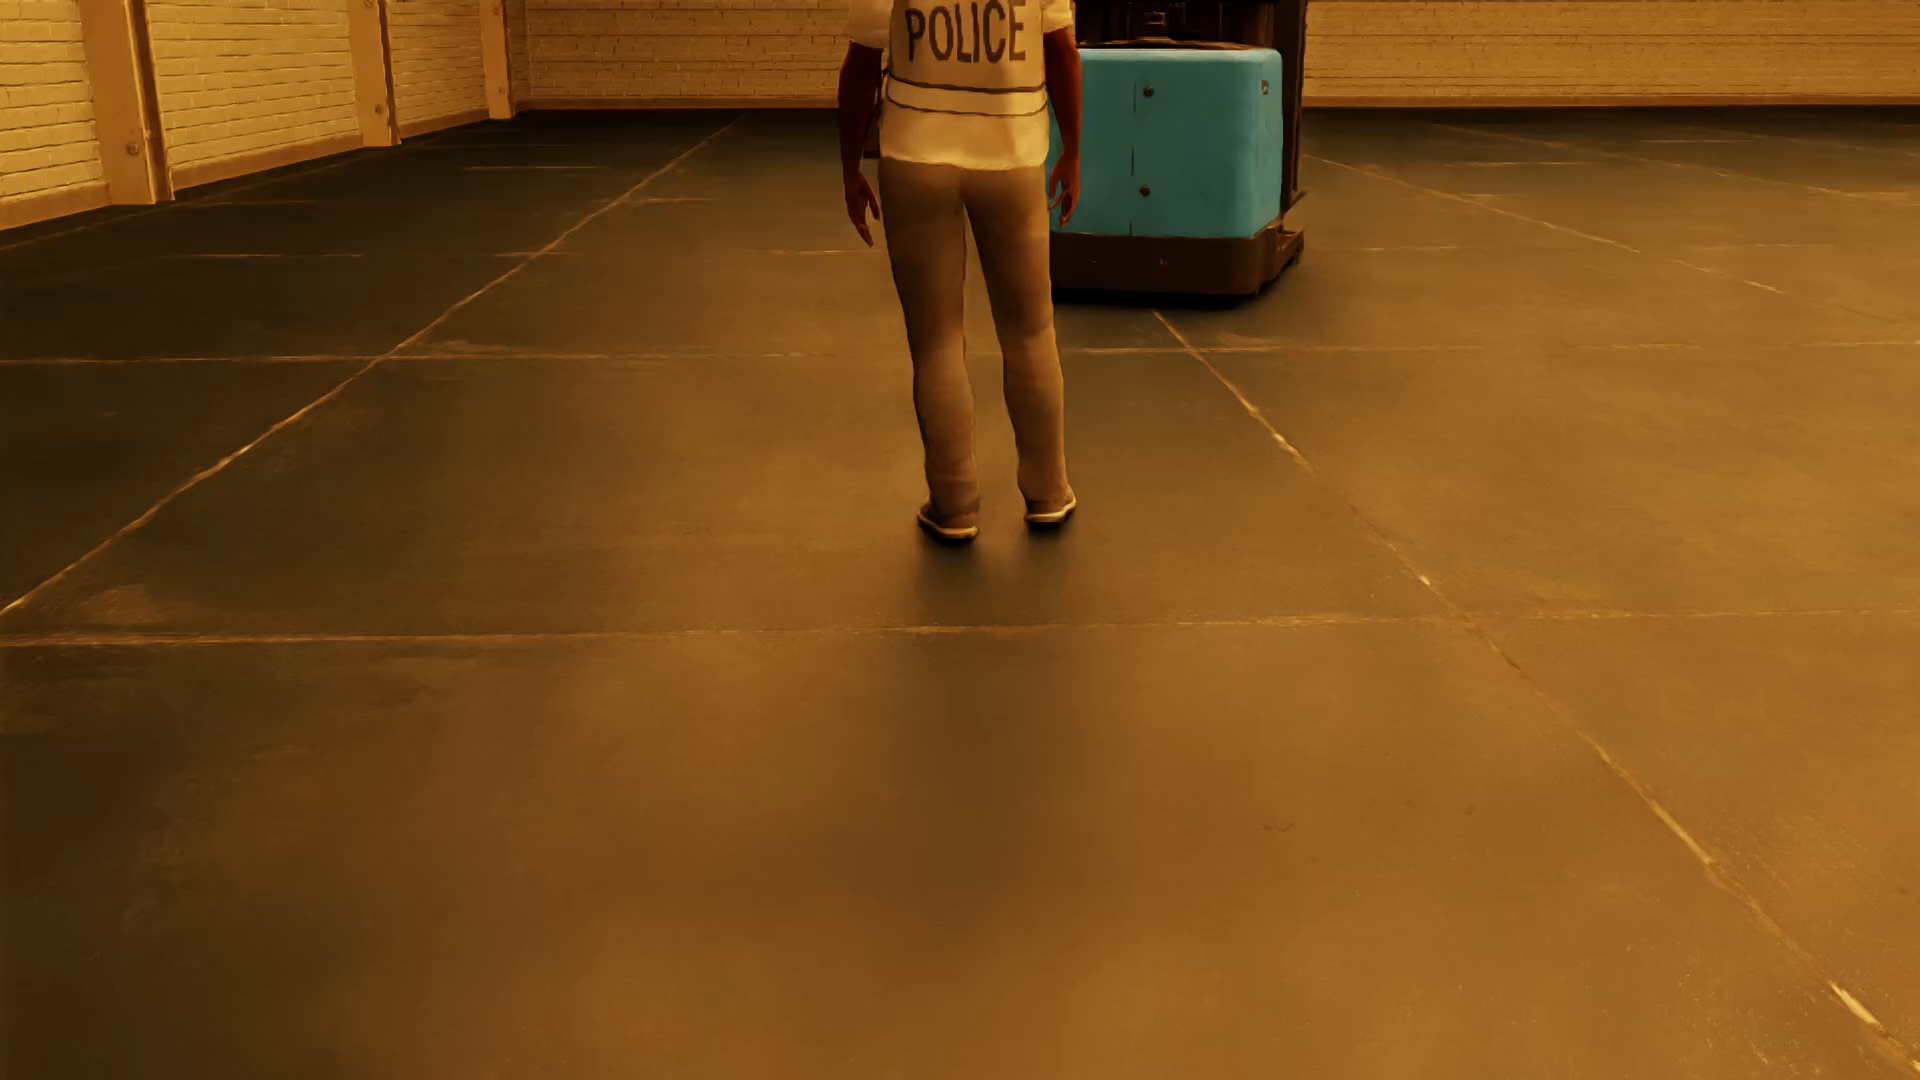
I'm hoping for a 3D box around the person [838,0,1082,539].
[{"bbox_3d":[0.016,-0.839,3.741,0.570,1.693,0.529,-1,17,-3],"label":"person"}]

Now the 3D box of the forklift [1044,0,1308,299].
[{"bbox_3d":[1.172,-2.836,8.178,1.130,2.935,3.031,5,18,16],"label":"forklift"}]
